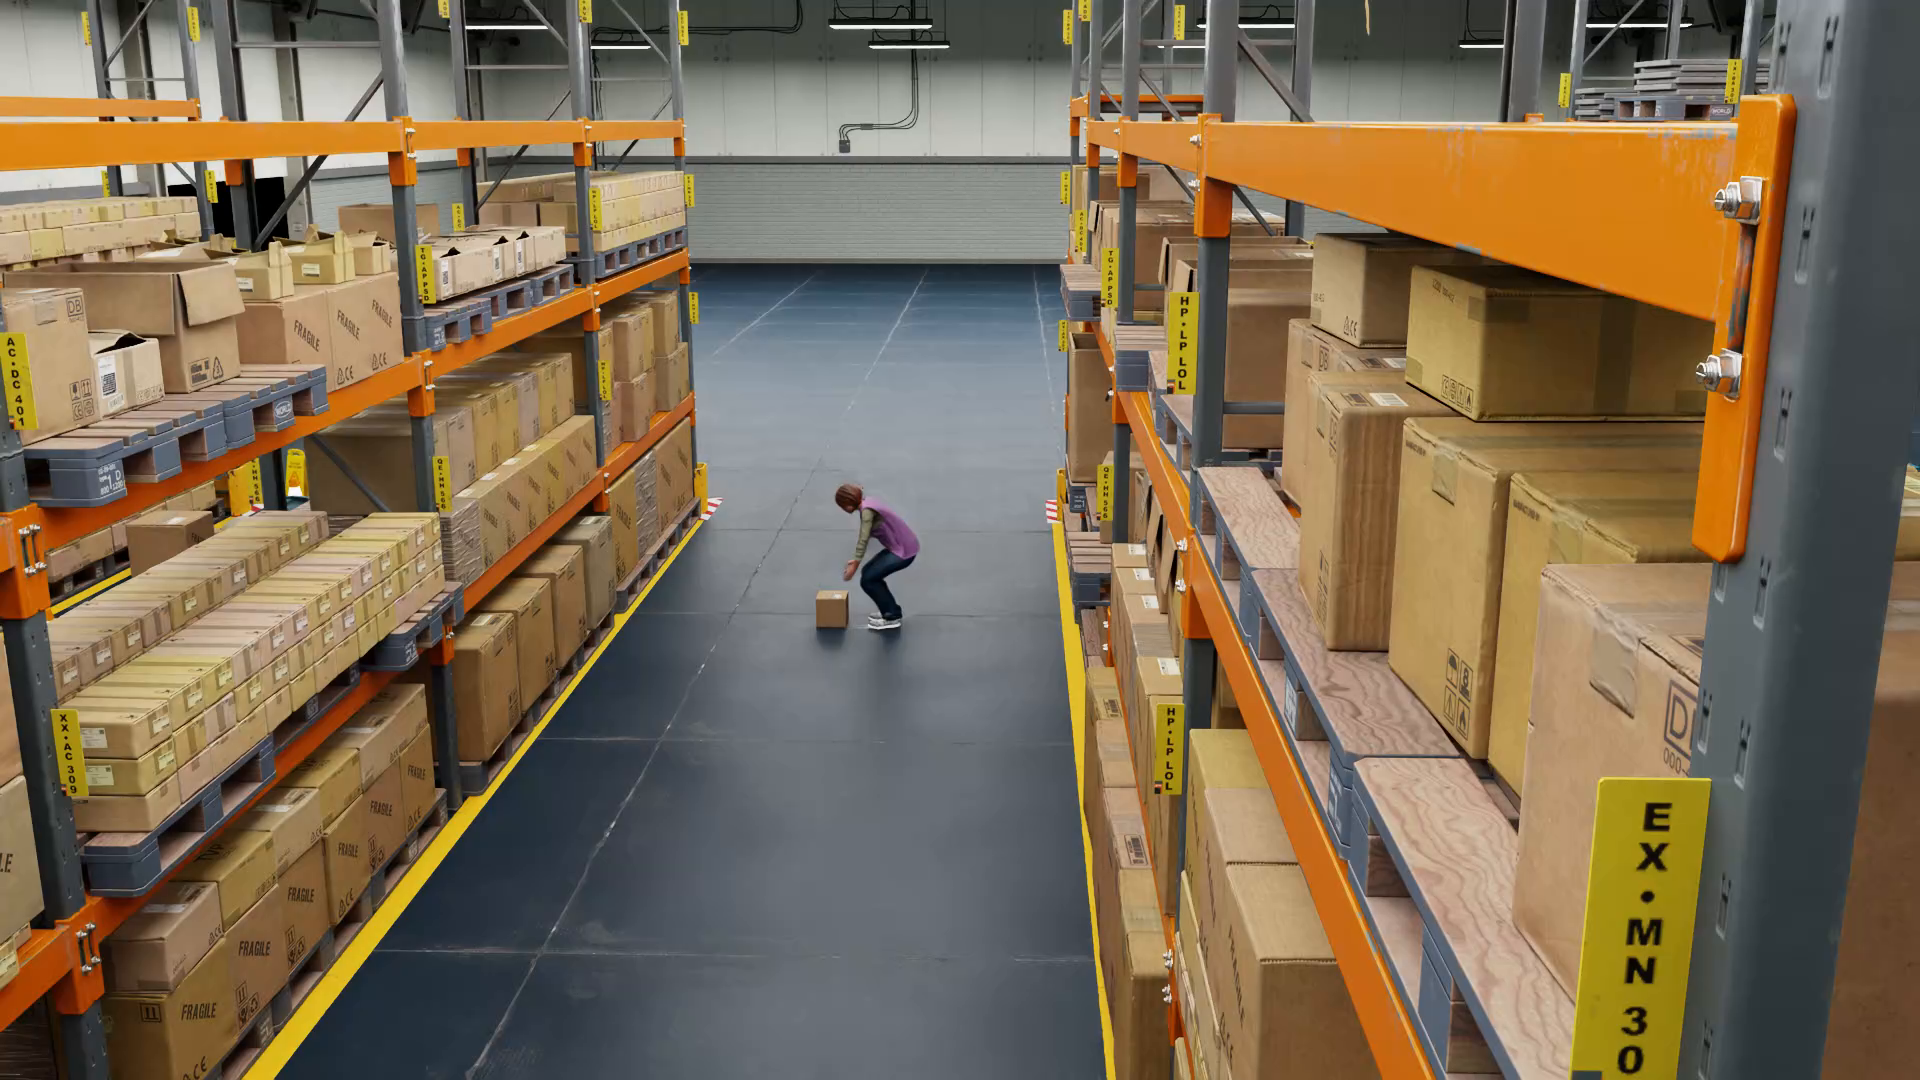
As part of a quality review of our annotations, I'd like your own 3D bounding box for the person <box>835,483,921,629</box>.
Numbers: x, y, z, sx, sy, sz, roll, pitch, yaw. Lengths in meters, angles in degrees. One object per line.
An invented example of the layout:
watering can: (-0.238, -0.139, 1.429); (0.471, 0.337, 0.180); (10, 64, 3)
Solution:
person: (-0.676, 0.138, 13.801); (0.701, 1.199, 0.461); (0, 14, 2)
